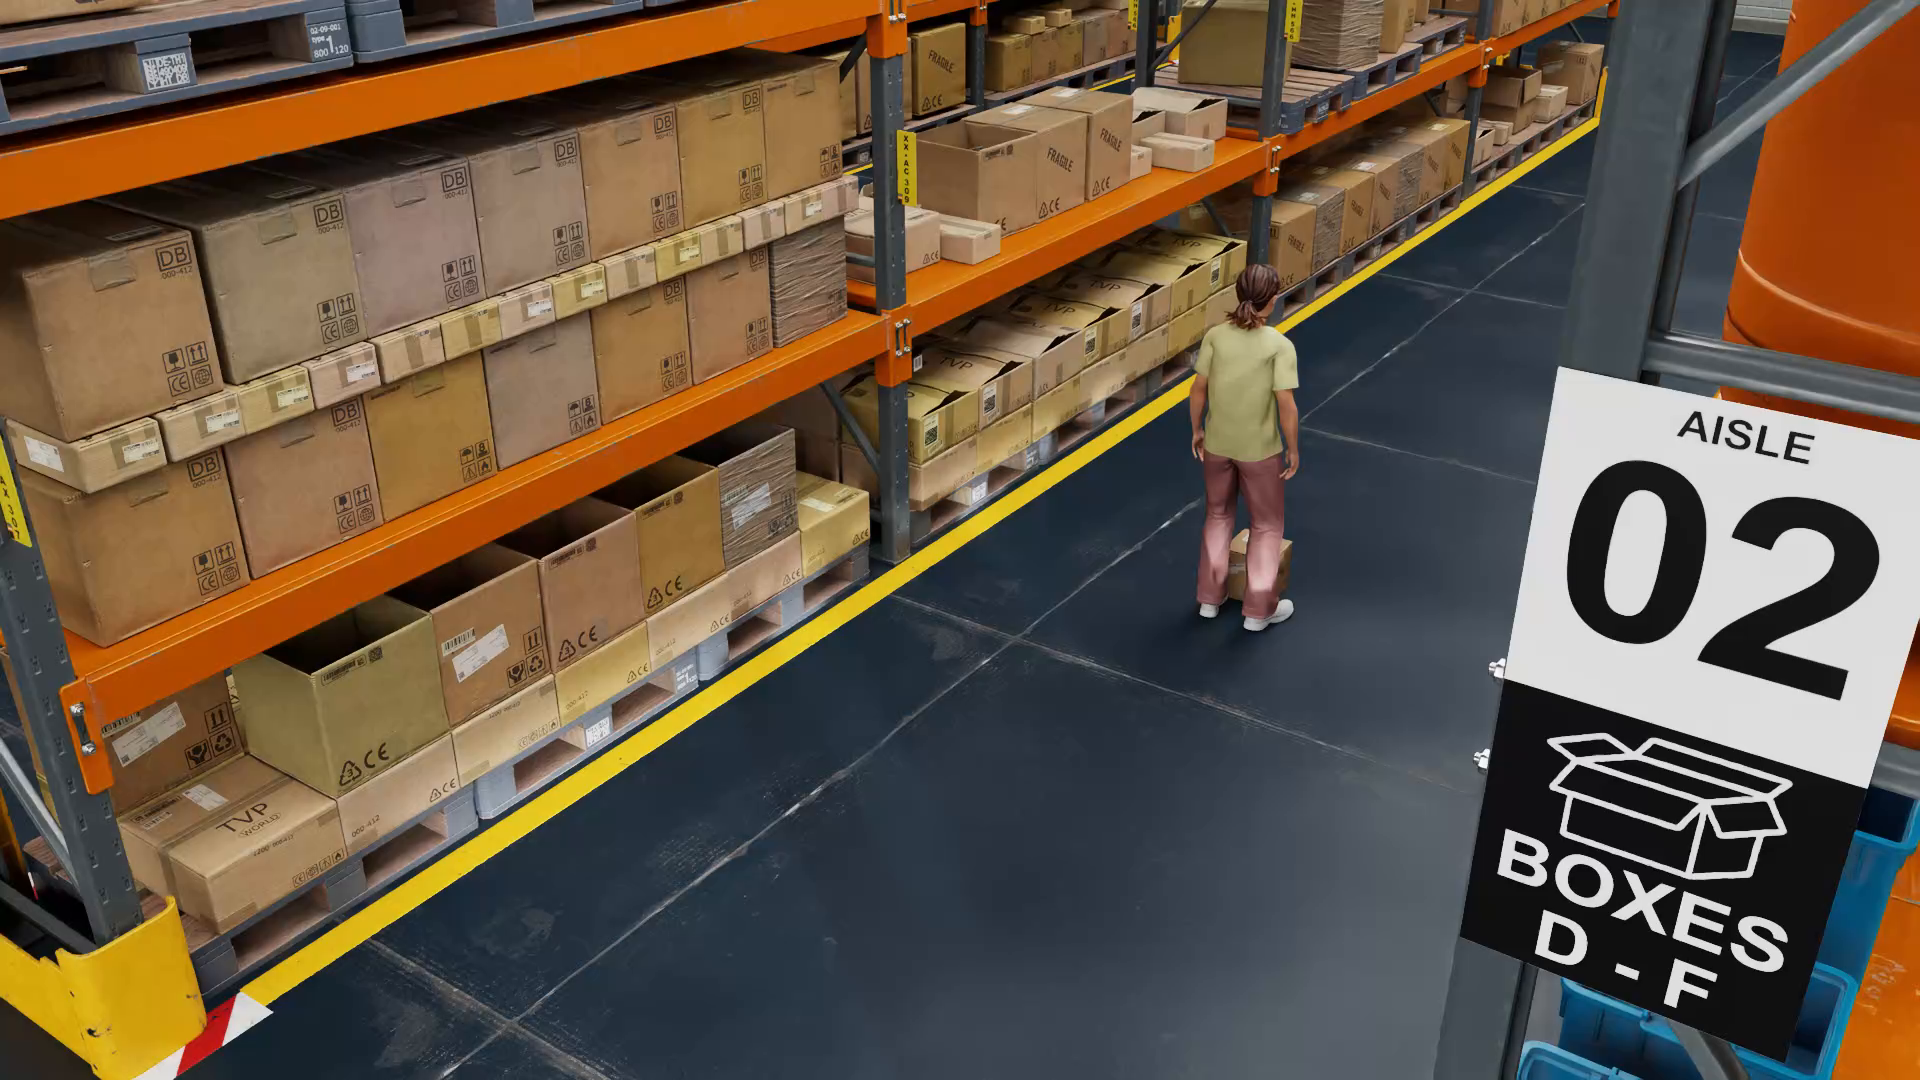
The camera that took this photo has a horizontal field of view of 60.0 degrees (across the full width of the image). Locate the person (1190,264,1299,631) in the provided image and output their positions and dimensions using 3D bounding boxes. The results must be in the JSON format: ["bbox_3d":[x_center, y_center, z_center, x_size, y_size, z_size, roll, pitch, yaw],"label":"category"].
[{"bbox_3d":[1.270,-0.408,7.419,0.516,1.673,0.355,16,31,28],"label":"person"}]
